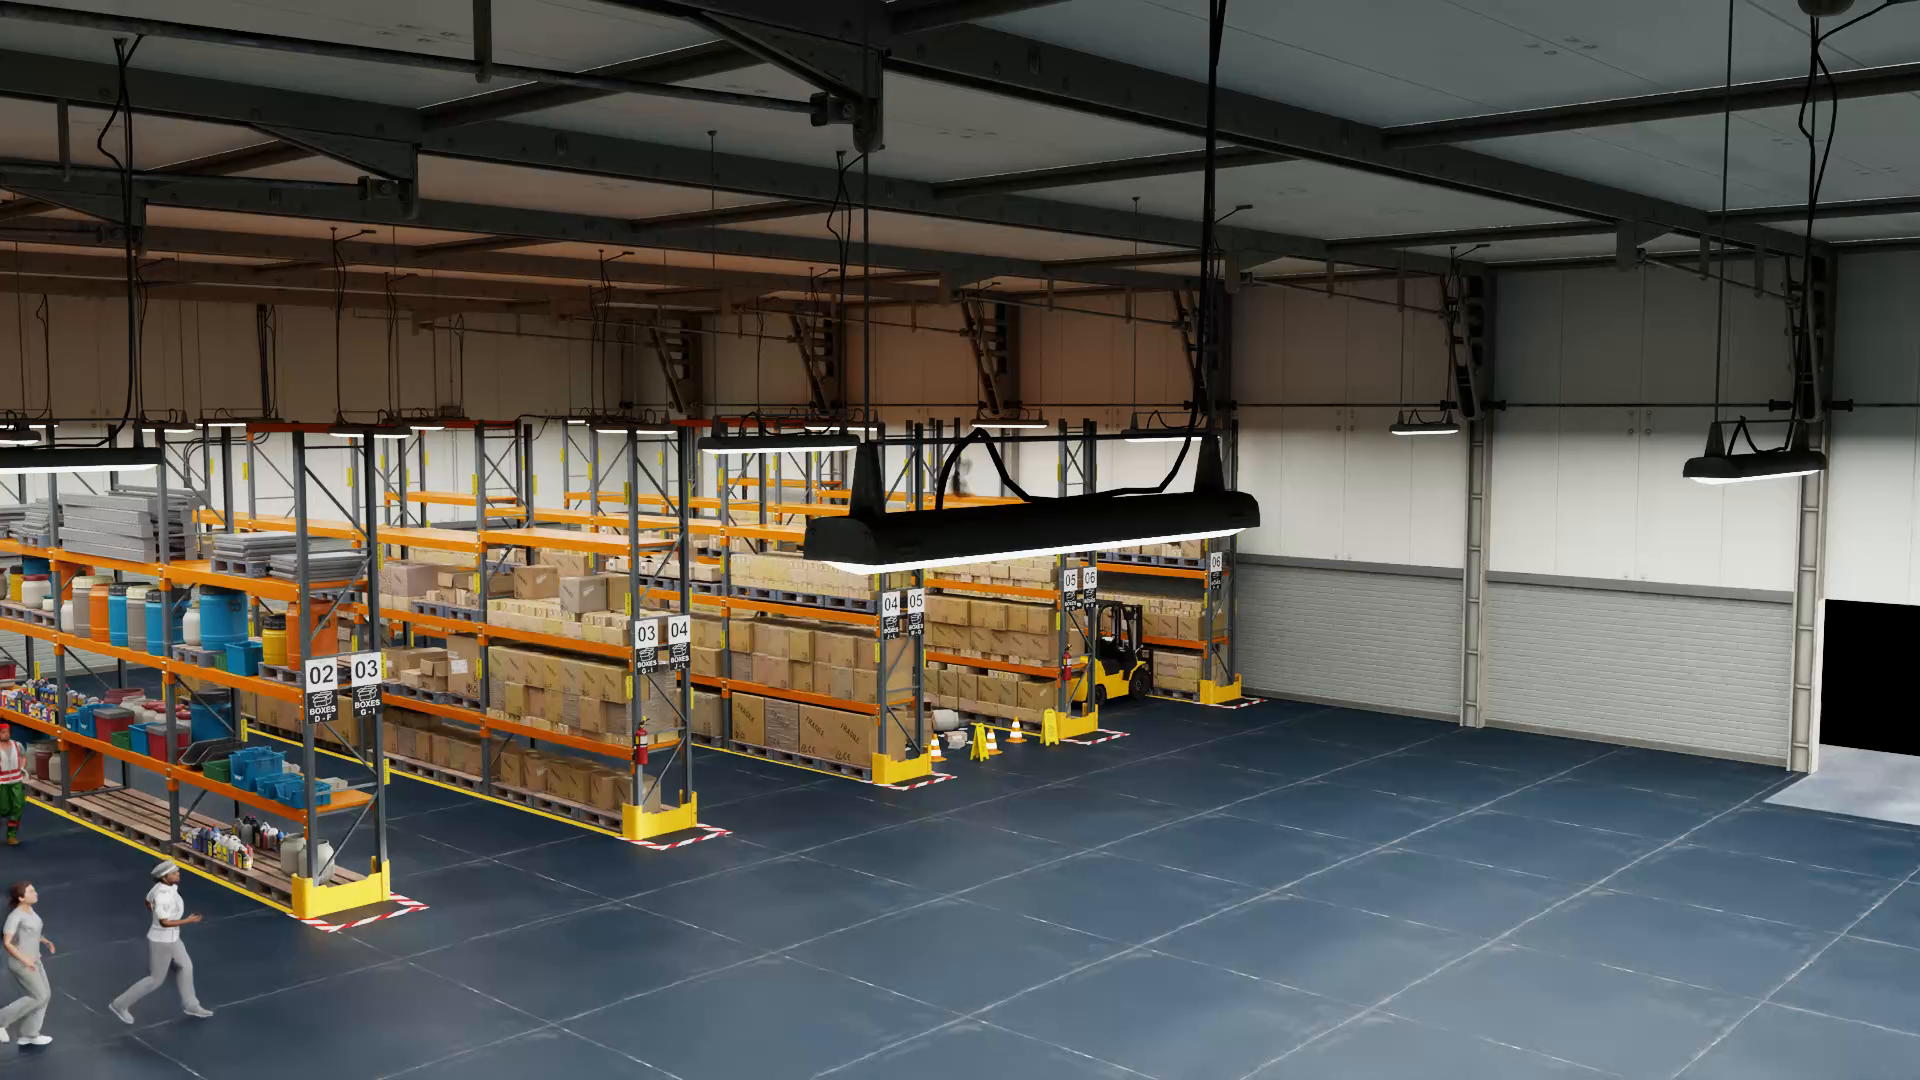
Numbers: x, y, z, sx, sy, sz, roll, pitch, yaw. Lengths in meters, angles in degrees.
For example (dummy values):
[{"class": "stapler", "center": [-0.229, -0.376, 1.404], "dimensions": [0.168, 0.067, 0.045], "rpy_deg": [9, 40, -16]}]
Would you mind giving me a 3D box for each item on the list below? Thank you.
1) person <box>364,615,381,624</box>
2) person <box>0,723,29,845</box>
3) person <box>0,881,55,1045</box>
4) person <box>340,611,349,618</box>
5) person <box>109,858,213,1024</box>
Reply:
[{"class": "person", "center": [-14.102, 2.263, 39.468], "dimensions": [0.707, 1.692, 0.718], "rpy_deg": [-3, 5, -29]}, {"class": "person", "center": [-13.774, 3.500, 24.008], "dimensions": [0.718, 1.750, 0.655], "rpy_deg": [4, 6, 39]}, {"class": "person", "center": [-9.283, 4.177, 16.426], "dimensions": [0.563, 1.643, 0.582], "rpy_deg": [-1, 5, -14]}, {"class": "person", "center": [-13.894, 2.414, 37.395], "dimensions": [0.783, 1.729, 0.847], "rpy_deg": [-2, 5, -28]}, {"class": "person", "center": [-8.171, 4.099, 16.970], "dimensions": [0.935, 1.718, 0.589], "rpy_deg": [-2, 5, -21]}]
